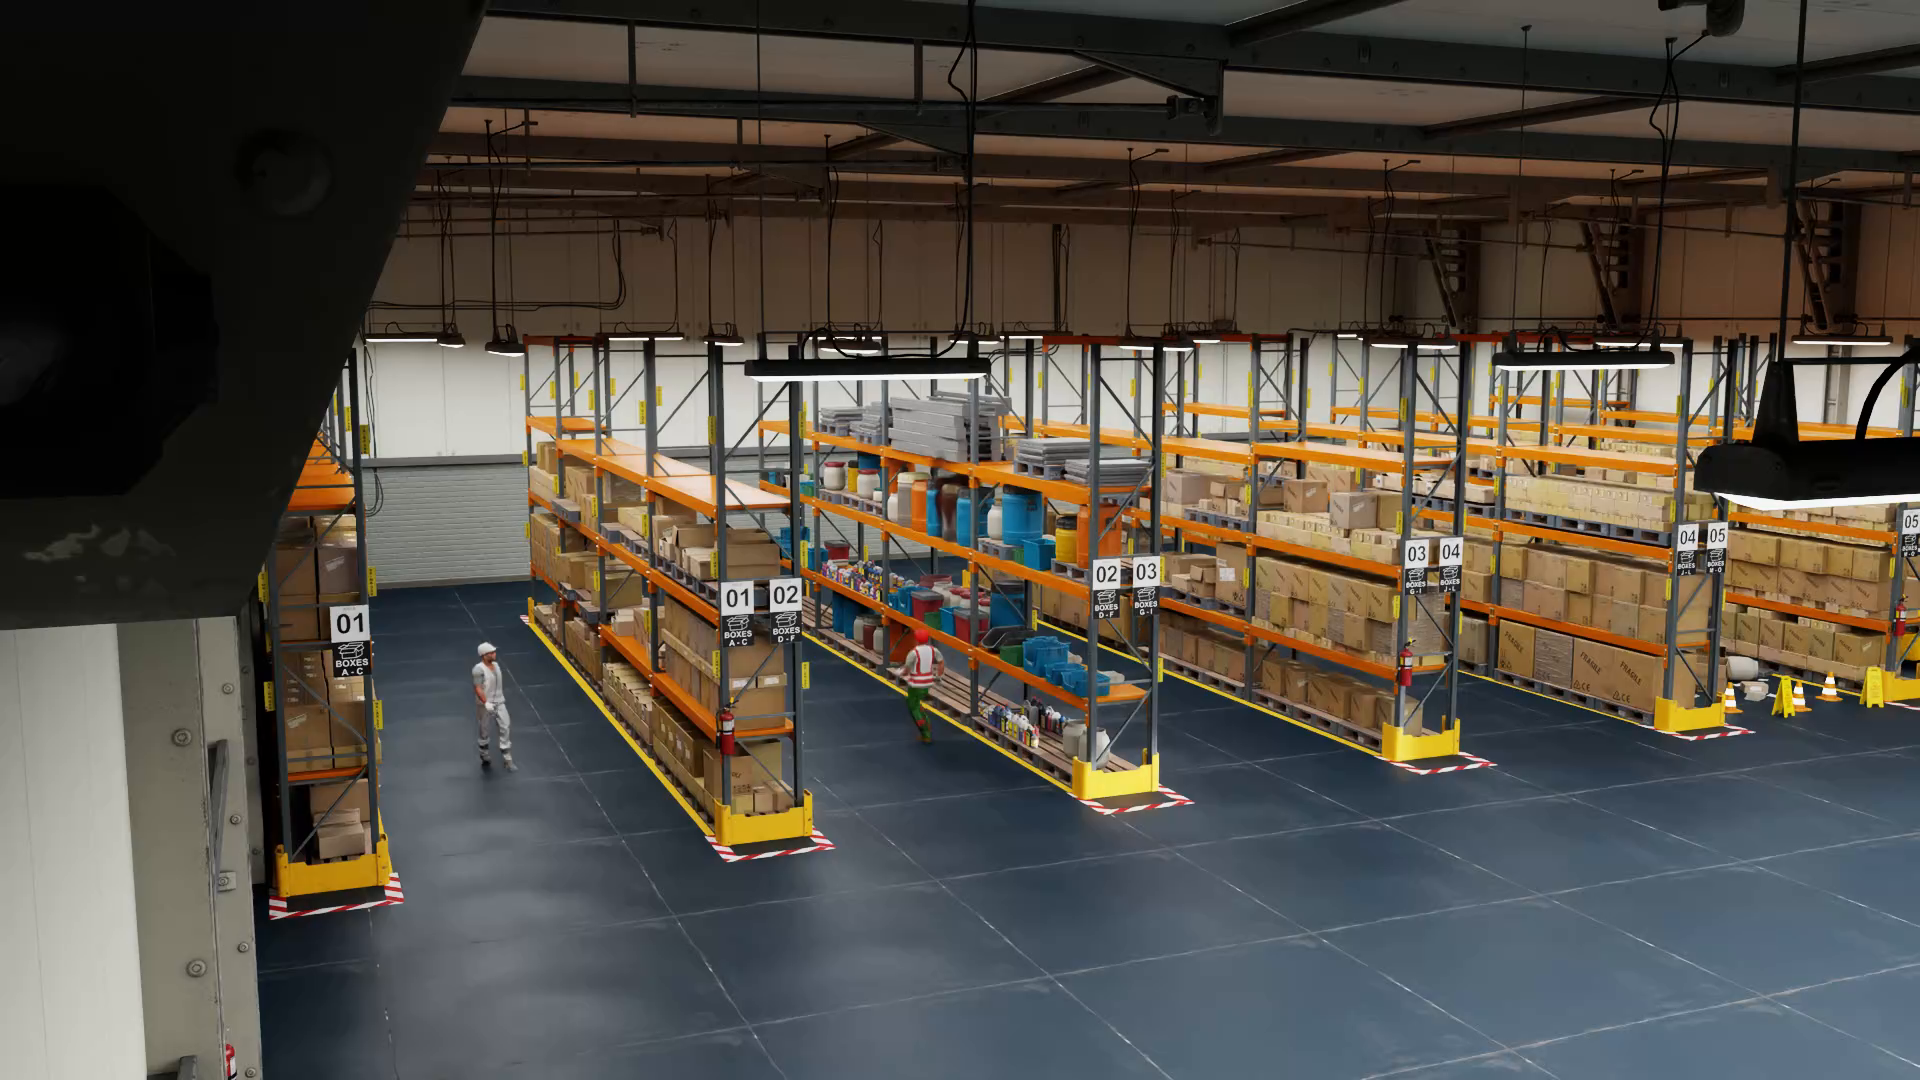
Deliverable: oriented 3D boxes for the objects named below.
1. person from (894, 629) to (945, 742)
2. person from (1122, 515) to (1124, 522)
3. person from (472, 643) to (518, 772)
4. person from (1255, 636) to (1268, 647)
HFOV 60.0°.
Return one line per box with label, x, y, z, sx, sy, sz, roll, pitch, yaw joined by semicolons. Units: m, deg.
person;-0.654;2.154;24.959;0.660;1.718;0.682;5;9;34
person;3.920;-0.164;42.439;0.556;1.733;1.000;0;8;3
person;-6.607;2.329;23.412;0.491;1.762;0.898;-4;9;-30
person;5.514;1.357;30.817;0.538;1.785;0.596;-2;8;-13
